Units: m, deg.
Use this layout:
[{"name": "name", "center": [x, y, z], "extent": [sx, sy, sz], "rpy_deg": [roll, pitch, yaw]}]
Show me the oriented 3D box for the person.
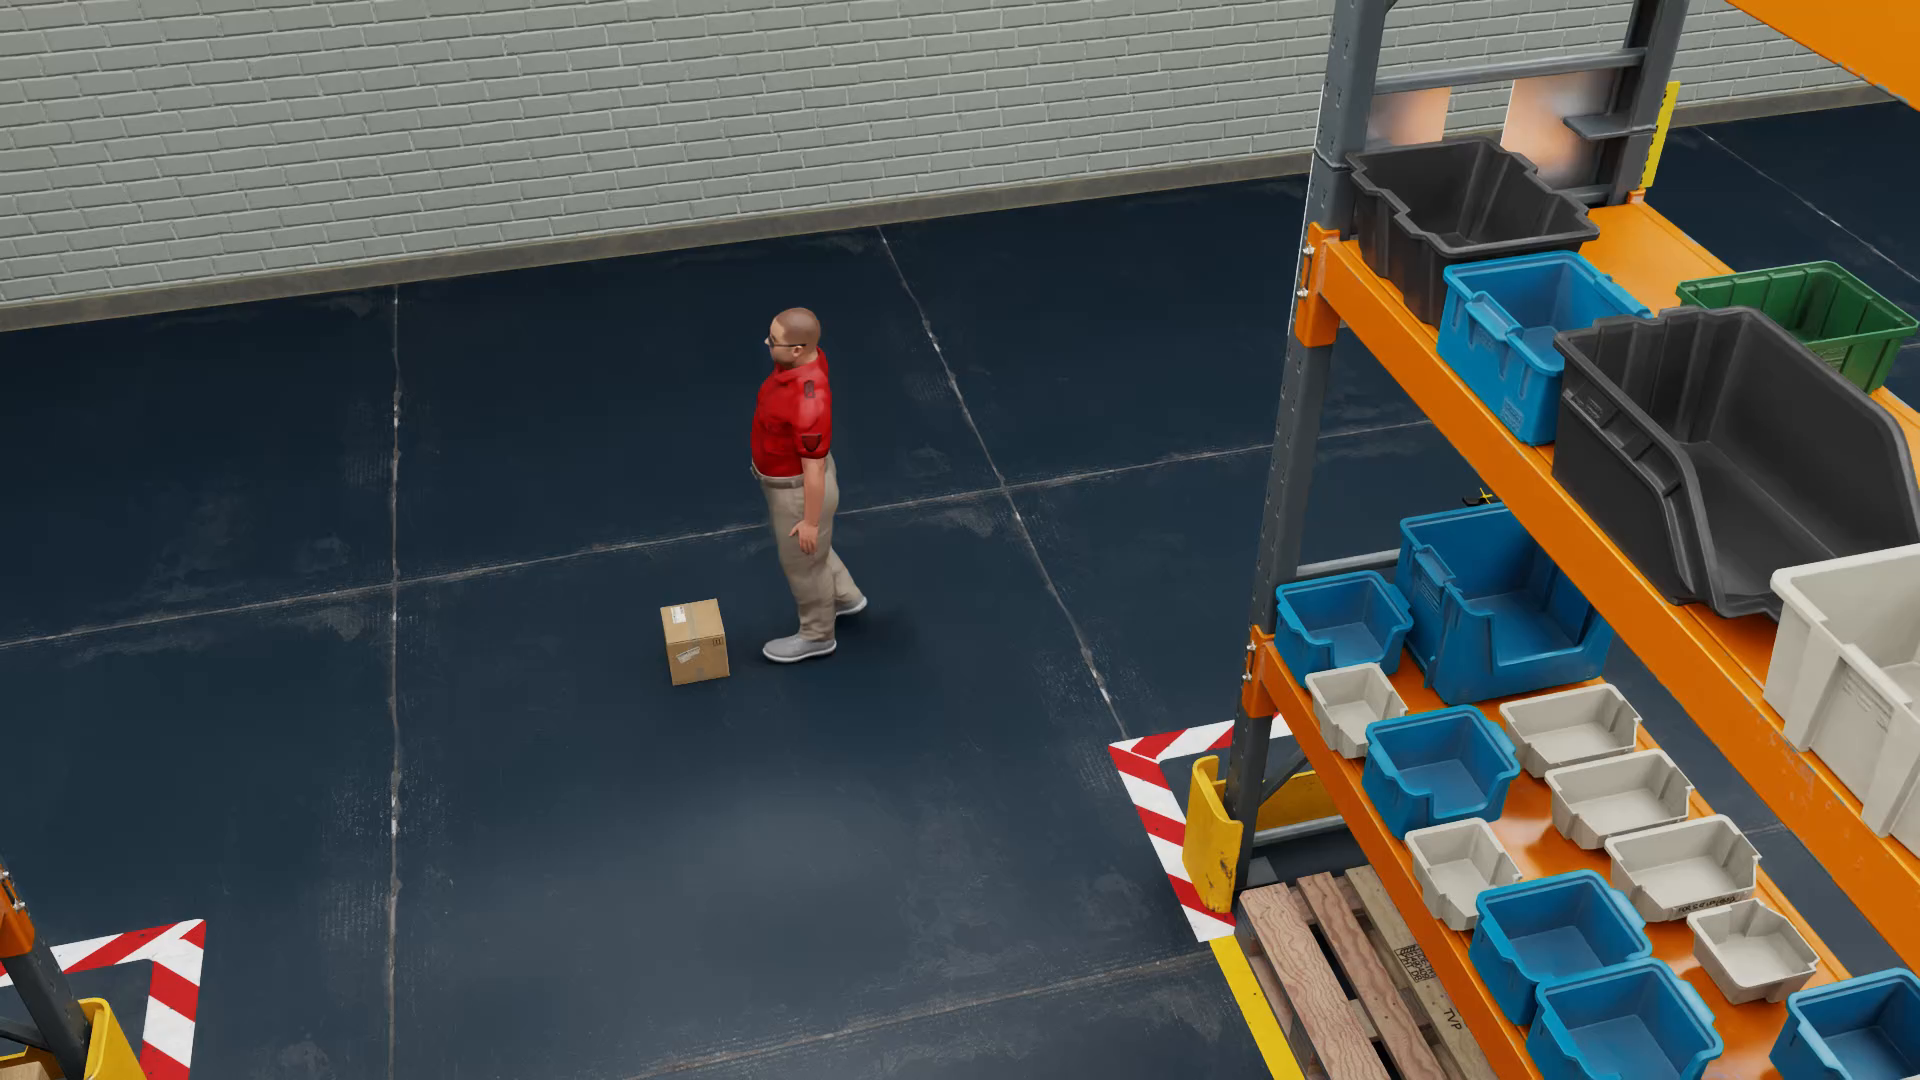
[{"name": "person", "center": [-0.650, -0.226, 7.001], "extent": [0.485, 1.725, 0.569], "rpy_deg": [-4, 38, -5]}]
